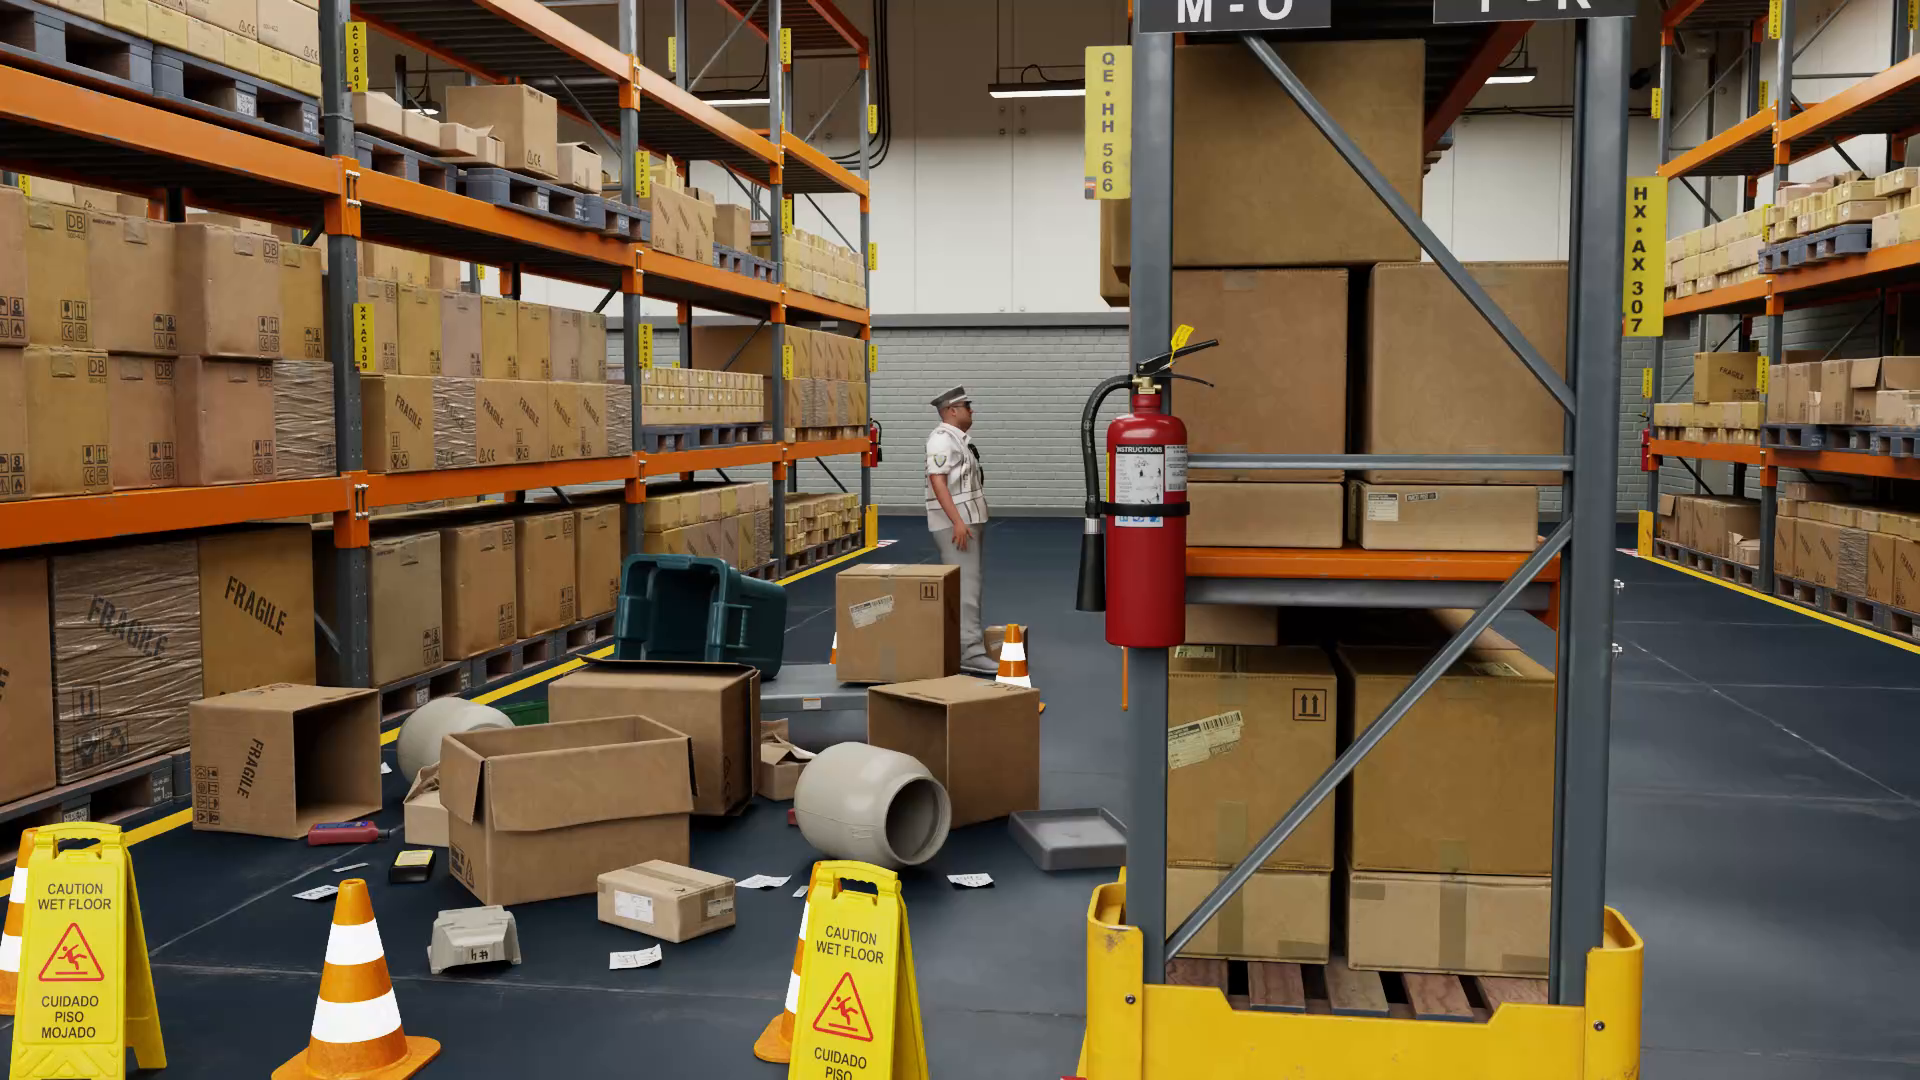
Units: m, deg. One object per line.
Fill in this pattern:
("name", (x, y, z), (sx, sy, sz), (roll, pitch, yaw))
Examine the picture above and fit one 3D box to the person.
("person", (0.074, -0.089, 10.431), (0.575, 1.781, 0.640), (1, 4, 9))
